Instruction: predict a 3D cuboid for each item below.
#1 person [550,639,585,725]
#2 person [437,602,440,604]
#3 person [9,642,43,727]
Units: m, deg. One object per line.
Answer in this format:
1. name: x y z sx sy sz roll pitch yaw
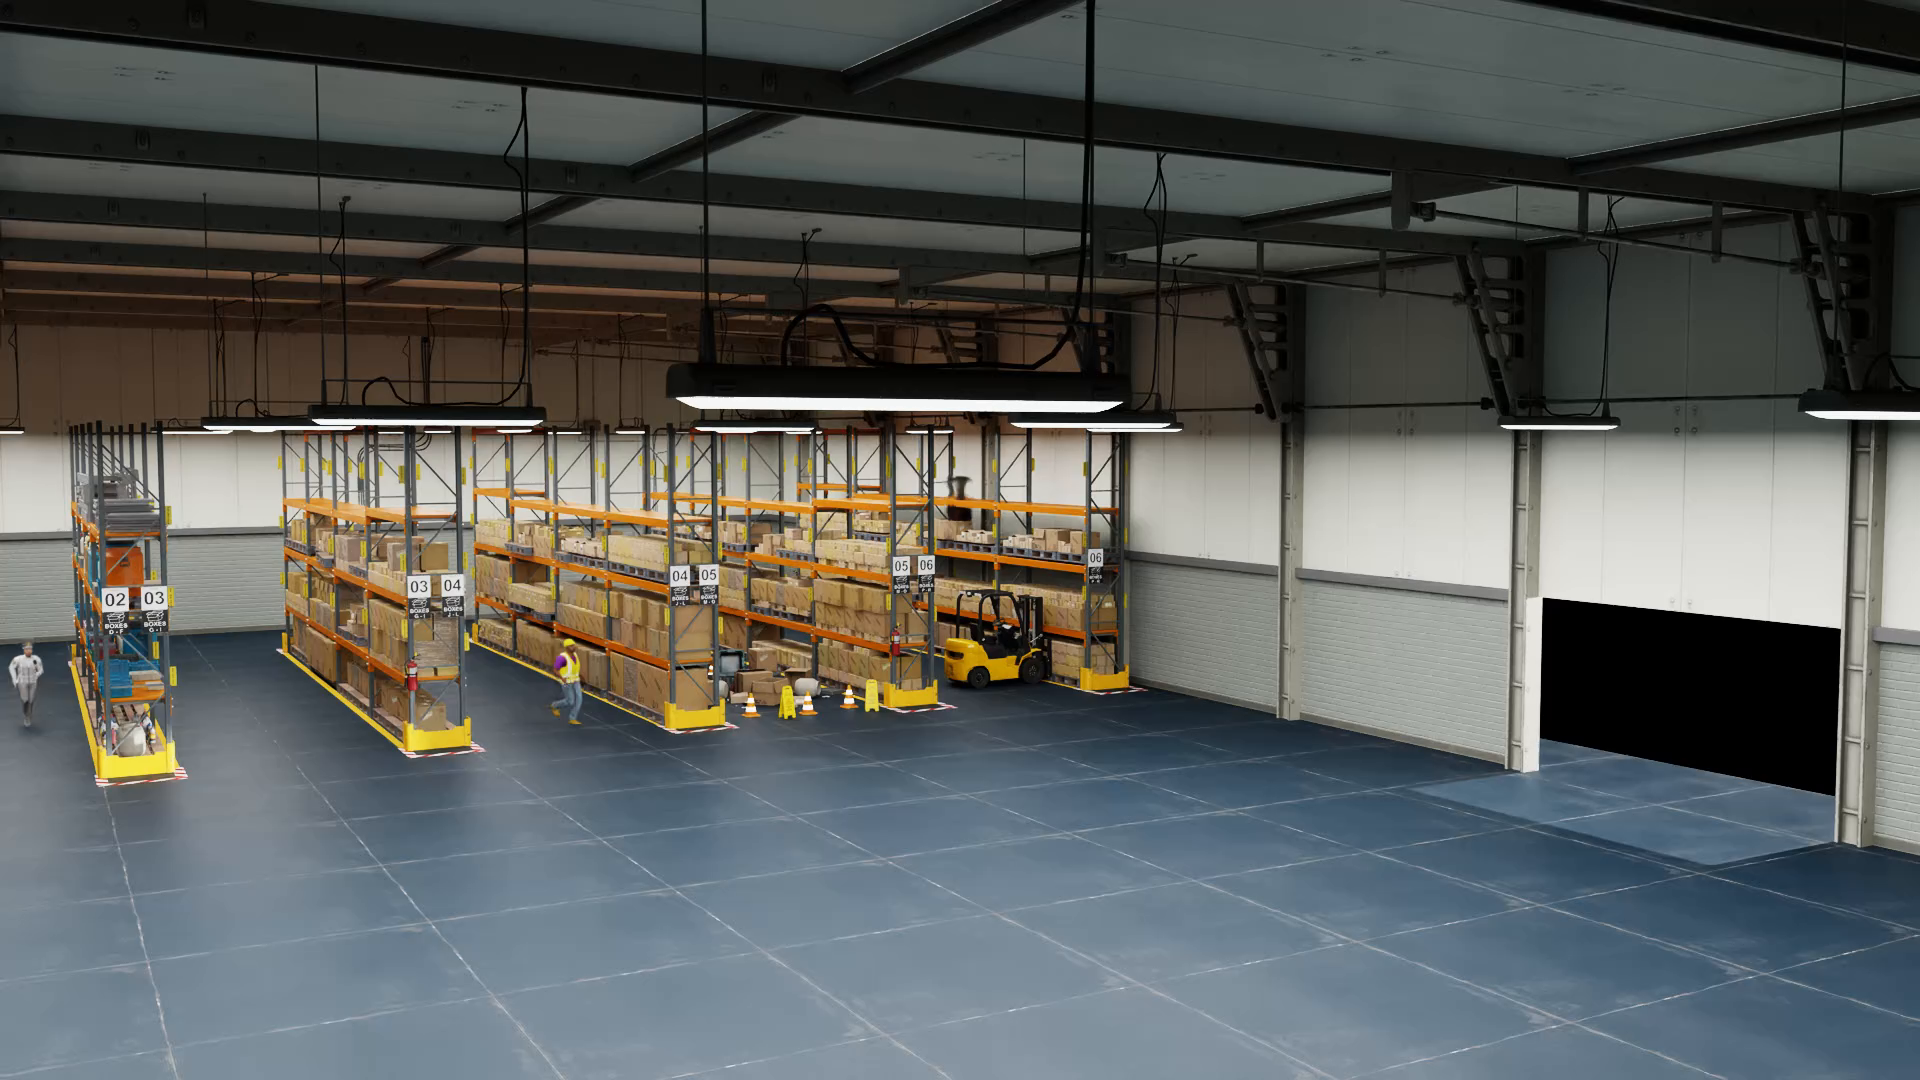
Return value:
1. person: -7.832 2.822 33.155 0.712 1.719 0.708 2 4 30
2. person: -14.533 1.979 47.237 0.688 1.590 0.773 0 4 -4
3. person: -18.511 2.865 33.006 0.559 1.696 0.796 -3 5 -40
